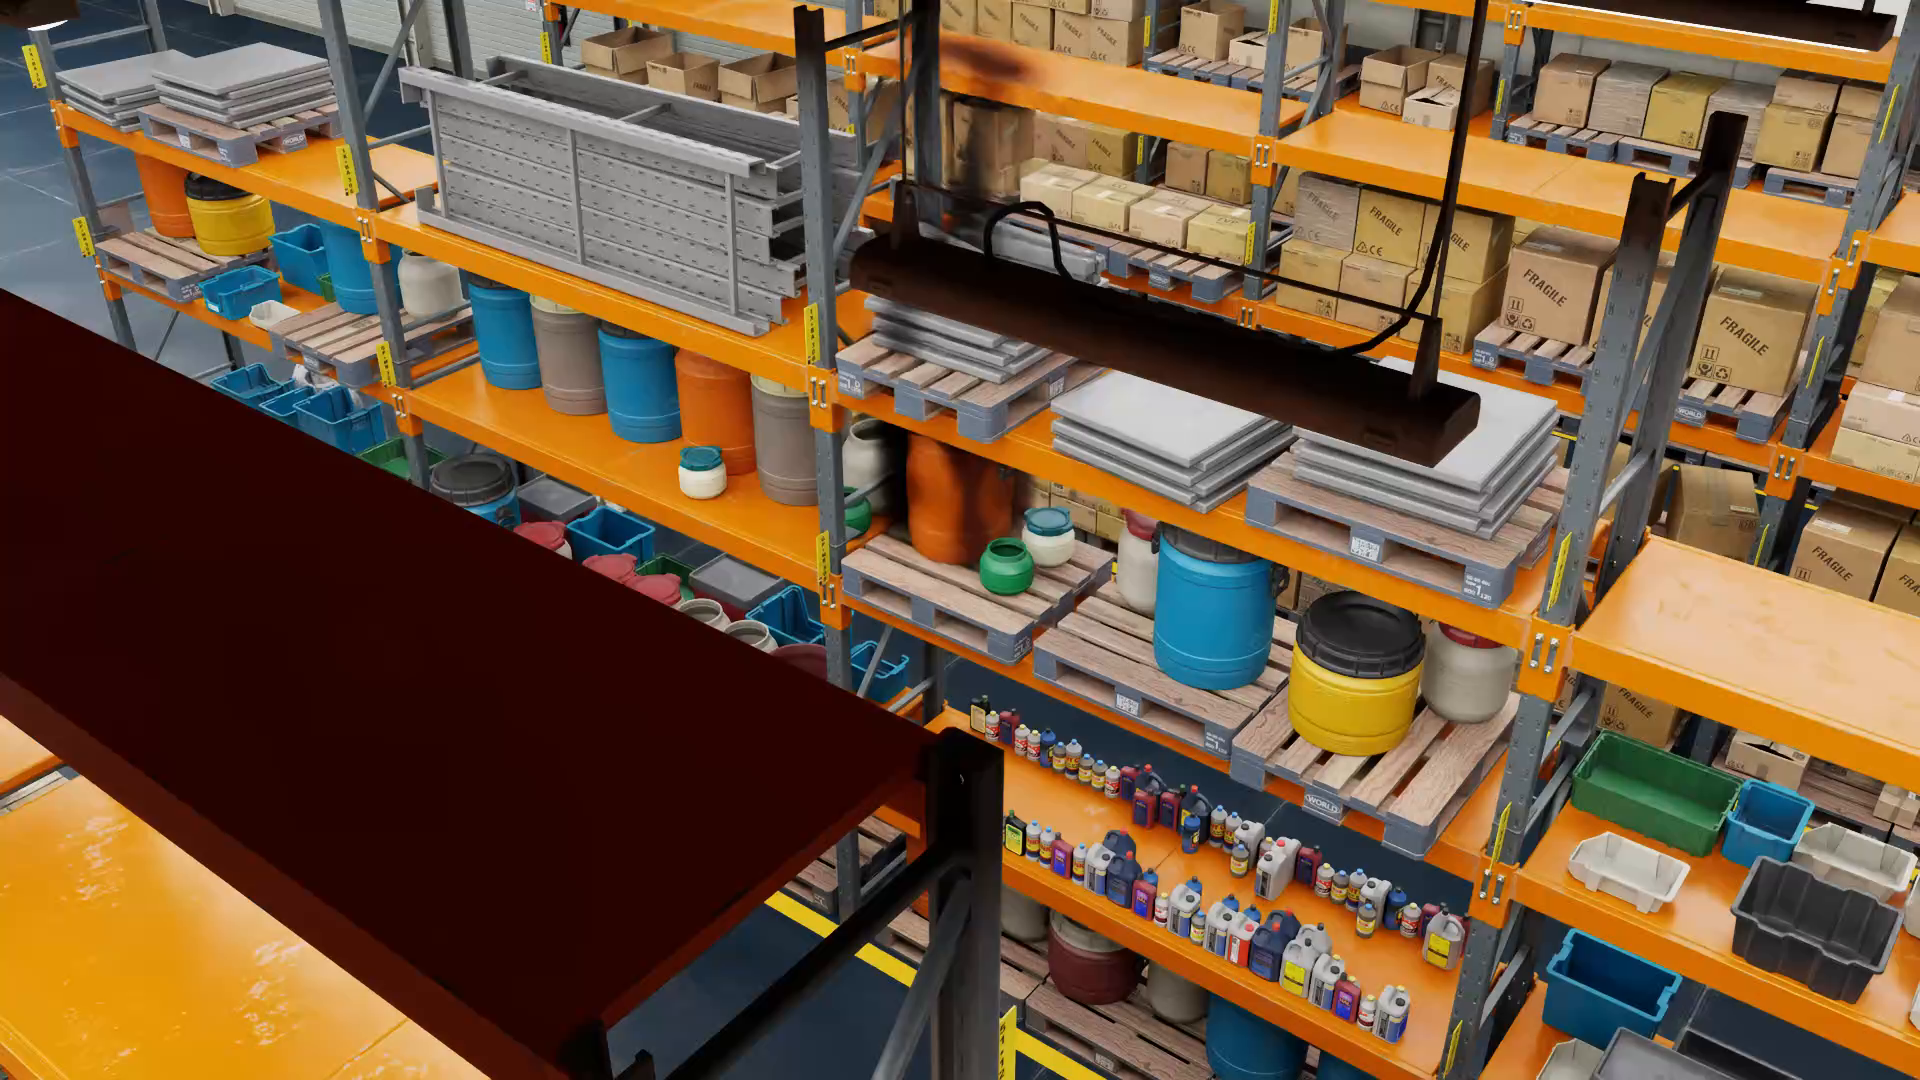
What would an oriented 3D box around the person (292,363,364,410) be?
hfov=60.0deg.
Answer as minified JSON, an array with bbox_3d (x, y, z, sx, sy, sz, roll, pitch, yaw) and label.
[{"bbox_3d":[-5.981,-1.394,16.012,0.746,1.643,0.676,-20,37,-30],"label":"person"}]

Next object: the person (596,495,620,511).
[{"bbox_3d":[-3.148,-0.381,14.233,1.188,1.778,0.712,20,37,29],"label":"person"}]
